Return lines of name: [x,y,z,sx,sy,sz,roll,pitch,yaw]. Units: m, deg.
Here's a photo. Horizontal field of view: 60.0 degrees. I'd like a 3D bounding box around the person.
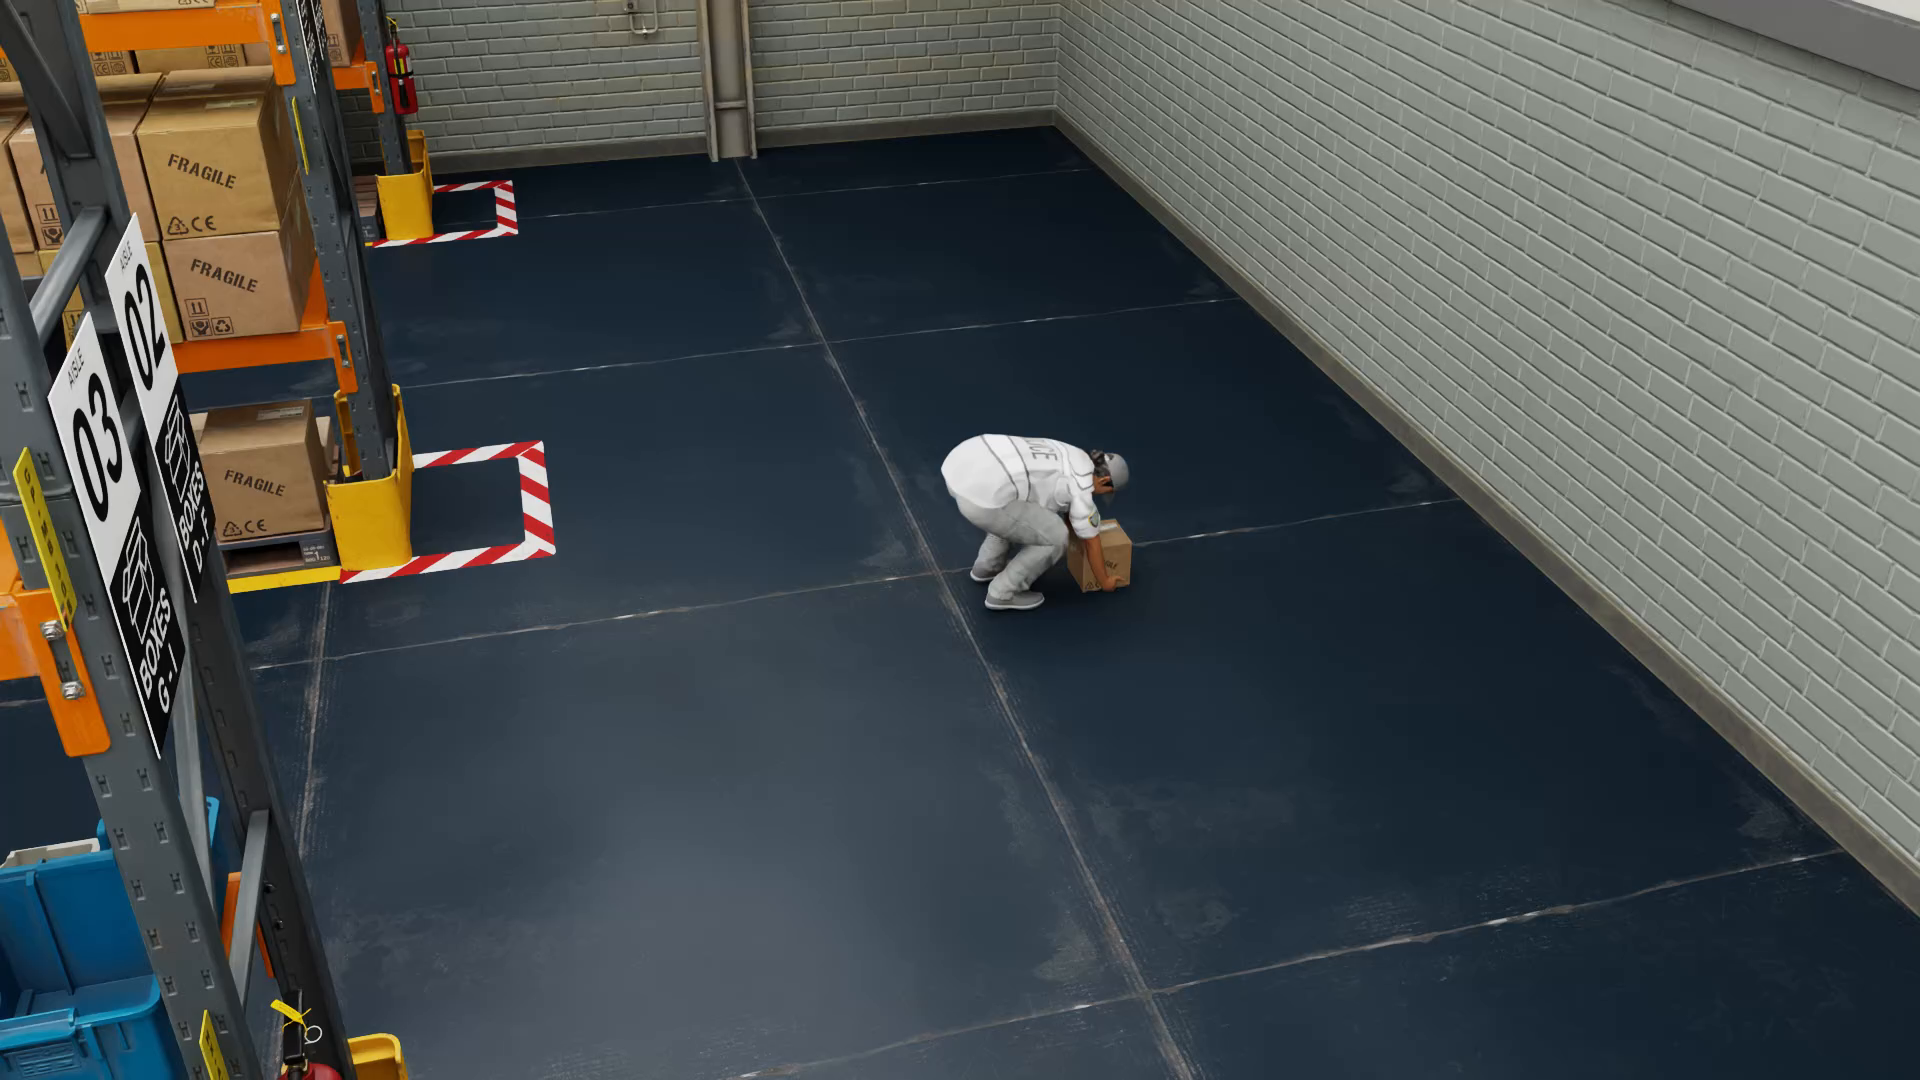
person: [0.382,-0.131,8.169,0.940,0.854,0.524,-9,32,-15]
